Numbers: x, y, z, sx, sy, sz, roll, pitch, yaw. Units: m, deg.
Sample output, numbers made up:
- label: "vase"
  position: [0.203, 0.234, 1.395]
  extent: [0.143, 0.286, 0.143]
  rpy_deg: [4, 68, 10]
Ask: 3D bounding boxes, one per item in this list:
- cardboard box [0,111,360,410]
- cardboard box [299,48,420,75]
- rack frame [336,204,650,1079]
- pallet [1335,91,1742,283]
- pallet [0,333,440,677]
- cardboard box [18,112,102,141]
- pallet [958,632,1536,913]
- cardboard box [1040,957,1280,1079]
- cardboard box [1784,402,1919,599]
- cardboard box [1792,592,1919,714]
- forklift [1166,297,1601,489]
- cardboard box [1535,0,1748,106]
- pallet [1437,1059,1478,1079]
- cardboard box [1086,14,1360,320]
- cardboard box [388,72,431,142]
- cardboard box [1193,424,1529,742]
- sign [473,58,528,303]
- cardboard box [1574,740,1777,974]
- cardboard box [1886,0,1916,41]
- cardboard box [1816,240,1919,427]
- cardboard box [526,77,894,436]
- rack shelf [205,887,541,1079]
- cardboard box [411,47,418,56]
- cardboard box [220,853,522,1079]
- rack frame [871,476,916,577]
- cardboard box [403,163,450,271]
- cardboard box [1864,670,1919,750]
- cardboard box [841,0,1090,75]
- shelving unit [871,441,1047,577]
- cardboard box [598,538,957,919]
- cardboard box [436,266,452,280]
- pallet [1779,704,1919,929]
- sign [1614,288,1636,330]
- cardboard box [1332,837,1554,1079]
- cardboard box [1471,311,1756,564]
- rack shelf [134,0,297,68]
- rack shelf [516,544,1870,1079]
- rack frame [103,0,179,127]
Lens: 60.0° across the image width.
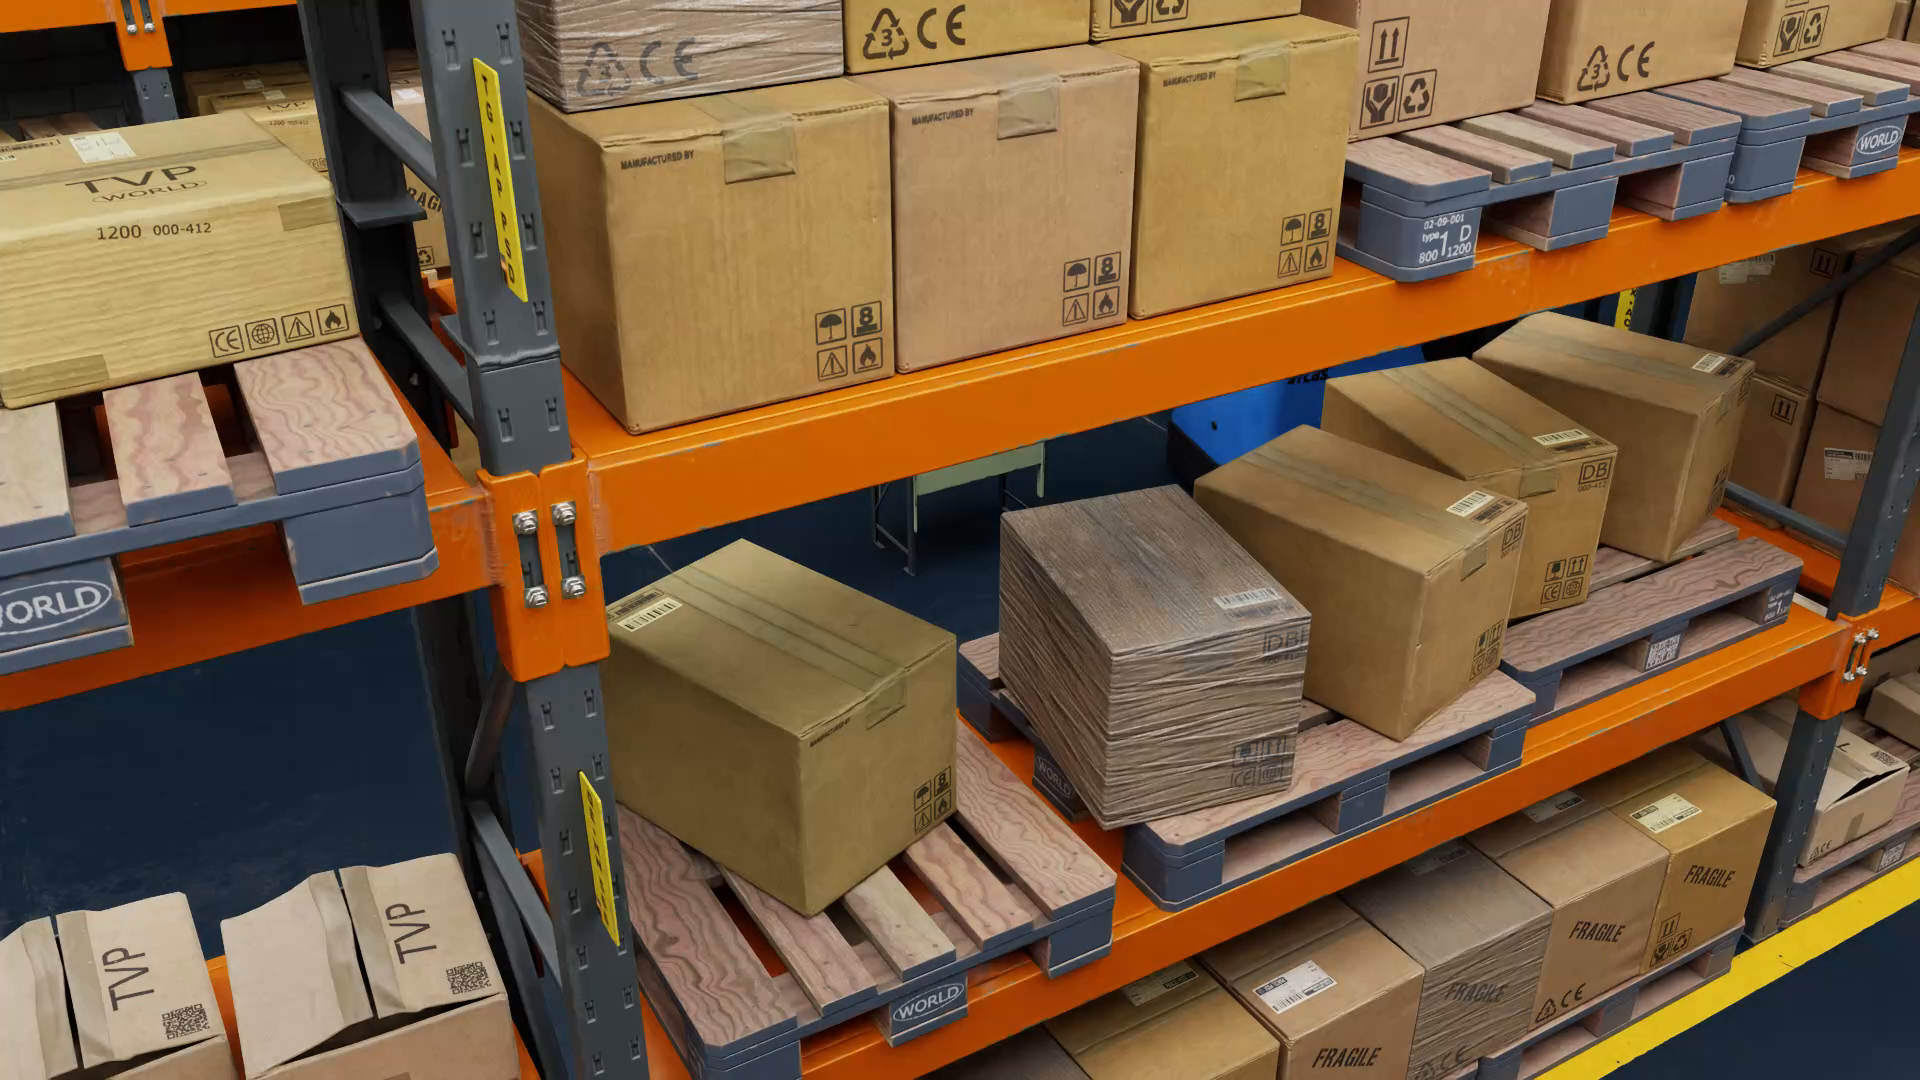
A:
- label: "cardboard box"
  position: [-1.281, -0.457, 2.590]
  extent: [0.500, 0.250, 0.500]
  rpy_deg: [-19, 34, -30]
- label: "cardboard box"
  position: [-2.723, -2.078, 7.703]
  extent: [0.500, 0.250, 0.500]
  rpy_deg: [-17, 33, -28]
- label: "rack frame"
  position: [-0.918, 0.840, 3.624]
  extent: [0.127, 3.000, 1.000]
  rpy_deg: [-16, 33, -26]
- label: "pallet"
  position: [1.040, -0.985, 4.020]
  extent: [1.003, 0.211, 1.213]
  rpy_deg: [-16, 33, -26]
- label: "pallet"
  position: [-1.458, -0.187, 2.576]
  extent: [1.003, 0.211, 1.213]
  rpy_deg: [-14, 32, -24]
- label: "cardboard box"
  position: [-3.713, -1.646, 6.898]
  extent: [0.250, 0.149, 0.380]
  rpy_deg: [-21, 35, -33]
- label: "pallet"
  position: [0.756, 0.446, 4.536]
  extent: [1.213, 0.211, 1.003]
  rpy_deg: [-16, 33, -26]
- label: "cardboard box"
  position: [0.503, 1.498, 4.563]
  extent: [0.500, 0.500, 0.500]
  rpy_deg: [-16, 33, -27]
- label: "cardboard box"
  position: [3.108, -0.194, 5.394]
  extent: [0.500, 0.500, 0.500]
  rpy_deg: [-15, 32, -25]
- label: "cardboard box"
  position: [3.525, 0.404, 6.741]
  extent: [0.500, 0.311, 0.500]
  rpy_deg: [-16, 33, -26]
- label: "forklift"
  position: [2.674, -1.670, 8.243]
  extent: [3.031, 2.935, 1.130]
  rpy_deg: [-9, 30, -16]
- label: "cardboard box"
  position: [1.494, -1.458, 4.042]
  extent: [0.600, 0.600, 0.600]
  rpy_deg: [-16, 33, -27]
- label: "pallet"
  position: [0.795, 1.597, 5.138]
  extent: [1.213, 0.211, 1.003]
  rpy_deg: [-16, 33, -26]
- label: "cardboard box"
  position: [0.329, -0.890, 3.551]
  extent: [0.500, 0.500, 0.910]
  rpy_deg: [-16, 33, -26]
- label: "cardboard box"
  position: [-2.446, -1.870, 7.325]
  extent: [0.500, 0.250, 0.500]
  rpy_deg: [-16, 33, -27]
- label: "cardboard box"
  position: [1.039, 0.091, 4.442]
  extent: [0.700, 0.500, 0.500]
  rpy_deg: [26, 38, 38]
- label: "sign"
  position: [-0.644, -0.501, 2.332]
  extent: [0.005, 0.325, 0.100]
  rpy_deg: [-16, 33, -26]
- label: "cardboard box"
  position: [2.250, 1.003, 5.460]
  extent: [0.500, 0.500, 0.500]
  rpy_deg: [-16, 33, -27]
- label: "cardboard box"
  position: [2.815, -1.617, 5.126]
  extent: [0.500, 0.250, 0.500]
  rpy_deg: [-16, 33, -26]
- label: "cardboard box"
  position: [3.079, -0.619, 5.129]
  extent: [0.500, 0.500, 0.500]
  rpy_deg: [-15, 32, -25]
- label: "cardboard box"
  position: [-0.559, -0.638, 3.094]
  extent: [0.500, 0.500, 0.910]
  rpy_deg: [-16, 33, -26]
- label: "rack shelf"
  position: [-2.643, 1.644, 2.910]
  extent: [4.000, 0.370, 1.077]
  rpy_deg: [-16, 33, -26]
- label: "cardboard box"
  position: [-2.279, -2.202, 7.928]
  extent: [0.500, 0.250, 0.500]
  rpy_deg: [-17, 33, -28]
- label: "cardboard box"
  position: [-1.254, 0.950, 3.517]
  extent: [0.500, 0.311, 0.500]
  rpy_deg: [-14, 32, -23]
- label: "rack frame"
  position: [-0.321, -0.565, 7.722]
  extent: [0.023, 1.500, 0.400]
  rpy_deg: [-16, 33, -26]
- label: "cardboard box"
  position: [-2.426, -1.542, 7.508]
  extent: [0.500, 0.500, 0.500]
  rpy_deg: [-15, 32, -25]
- label: "cardboard box"
  position: [3.743, 0.680, 6.390]
  extent: [0.250, 0.166, 0.380]
  rpy_deg: [-16, 33, -26]
- label: "cardboard box"
  position: [-0.099, -1.184, 3.048]
  extent: [0.500, 0.500, 0.500]
  rpy_deg: [-16, 33, -26]
- label: "shelving unit"
  position: [-0.006, -0.655, 7.885]
  extent: [0.755, 1.500, 0.431]
  rpy_deg: [-16, 33, -26]
- label: "cardboard box"
  position: [-0.432, 0.411, 3.862]
  extent: [0.700, 0.500, 0.500]
  rpy_deg: [22, 36, 34]
- label: "cardboard box"
  position: [-2.382, -1.306, 7.752]
  extent: [0.250, 0.149, 0.380]
  rpy_deg: [-16, 33, -27]
- label: "pallet"
  position: [3.123, 0.914, 6.376]
  extent: [1.213, 0.211, 1.003]
  rpy_deg: [-16, 33, -26]
- label: "sign"
  position: [2.249, -0.742, 5.595]
  extent: [0.005, 0.325, 0.100]
  rpy_deg: [-16, 33, -26]
- label: "cardboard box"
  position: [1.387, 1.243, 5.025]
  extent: [0.500, 0.500, 0.500]
  rpy_deg: [-15, 32, -26]
- label: "cardboard box"
  position: [2.009, -0.344, 5.231]
  extent: [0.700, 0.500, 0.500]
  rpy_deg: [22, 36, 34]
- label: "rack shelf"
  position: [-1.707, -2.711, 7.697]
  extent: [4.000, 0.370, 1.077]
  rpy_deg: [-16, 33, -26]
- label: "rack shelf"
  position: [0.806, 0.665, 4.685]
  extent: [4.000, 0.370, 1.077]
  rpy_deg: [-16, 33, -26]
- label: "rack frame"
  position: [-3.431, -1.223, 7.361]
  extent: [0.127, 3.000, 1.000]
  rpy_deg: [-16, 33, -26]
